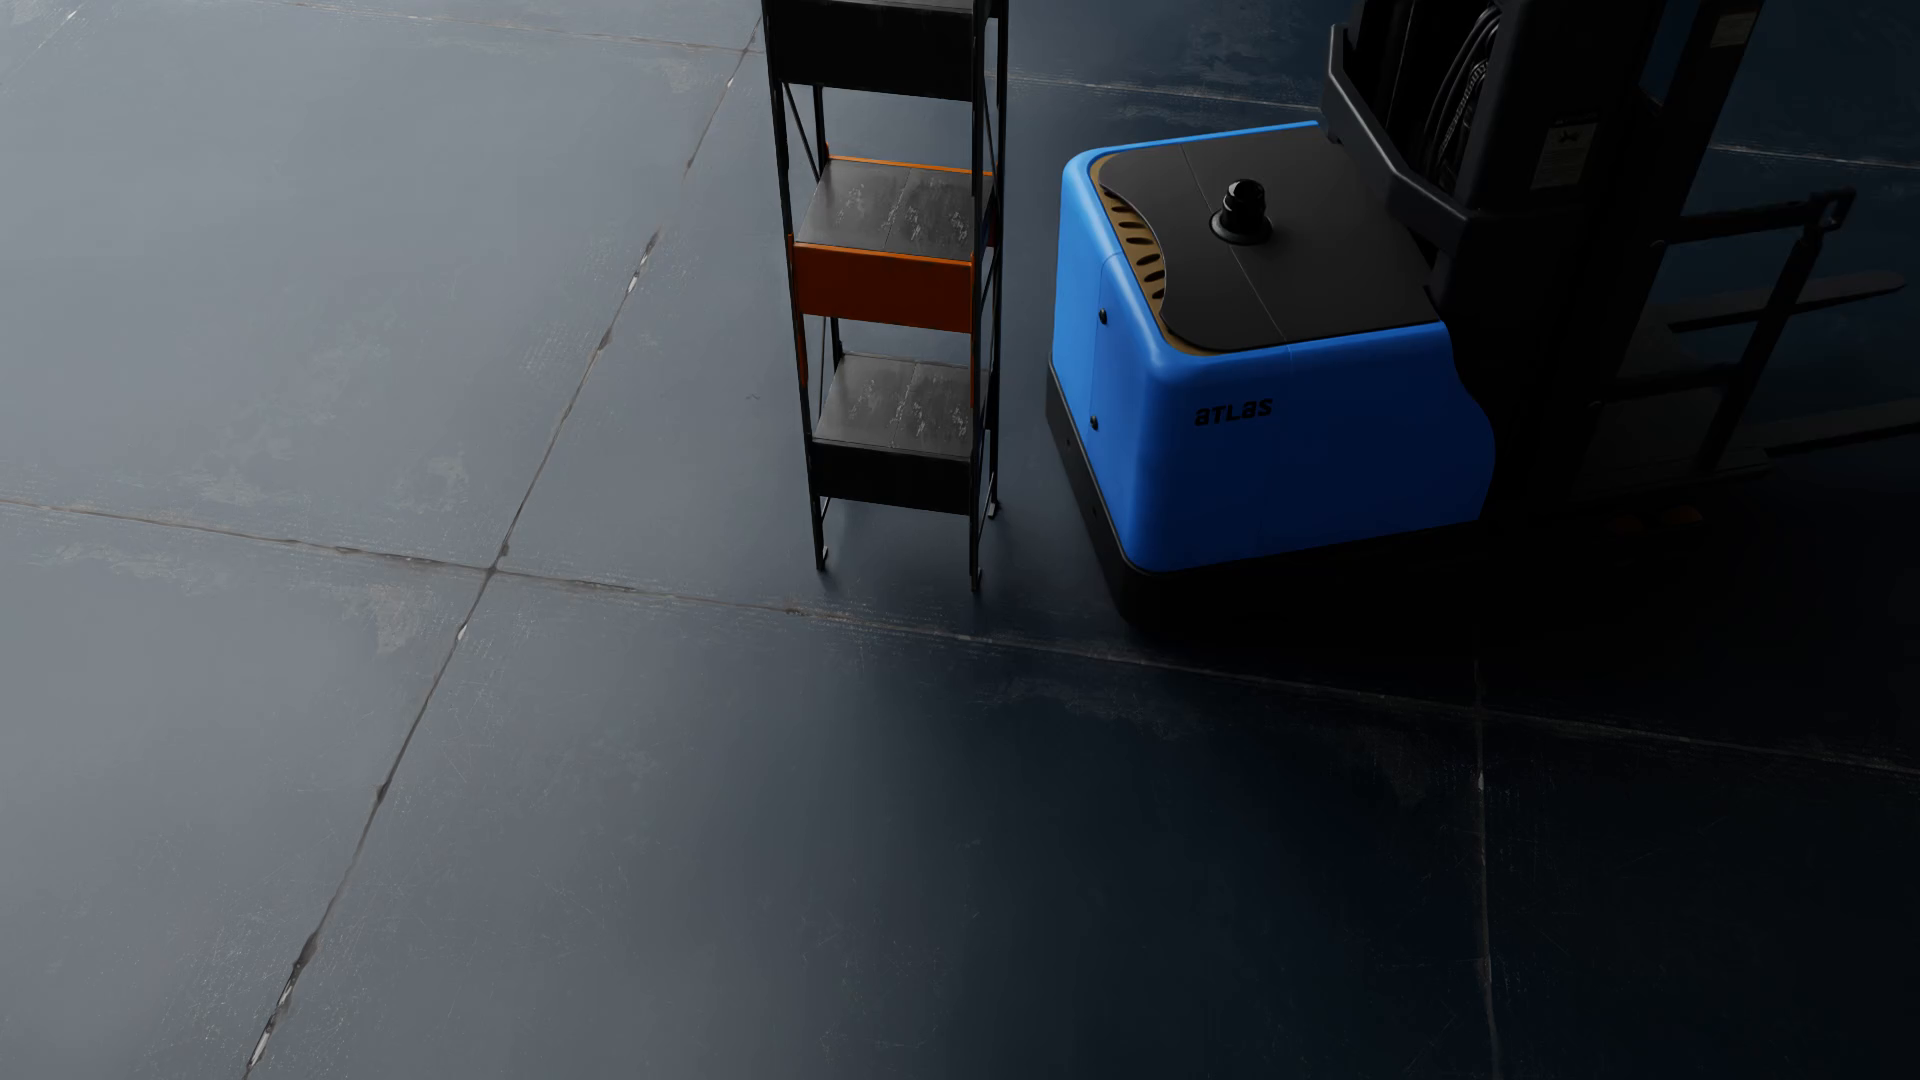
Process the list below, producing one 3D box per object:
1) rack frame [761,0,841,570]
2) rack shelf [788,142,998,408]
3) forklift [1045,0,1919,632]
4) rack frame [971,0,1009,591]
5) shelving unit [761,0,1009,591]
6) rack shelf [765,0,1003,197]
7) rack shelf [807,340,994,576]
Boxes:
[{"bbox_3d":[-0.403,-0.756,4.518,0.015,2.100,0.400,8,49,7],"label":"rack frame"},{"bbox_3d":[-0.163,-0.715,4.499,0.480,0.518,0.431,8,49,7],"label":"rack shelf"},{"bbox_3d":[1.855,-1.274,4.425,3.031,2.935,1.130,-9,49,-8],"label":"forklift"},{"bbox_3d":[0.077,-0.691,4.460,0.015,2.100,0.400,8,49,7],"label":"rack frame"},{"bbox_3d":[-0.163,-0.724,4.489,0.503,2.100,0.431,8,49,7],"label":"shelving unit"},{"bbox_3d":[-0.163,-1.182,3.978,0.480,0.518,0.431,8,49,7],"label":"rack shelf"},{"bbox_3d":[-0.163,-0.247,5.019,0.480,0.518,0.431,8,49,7],"label":"rack shelf"}]
